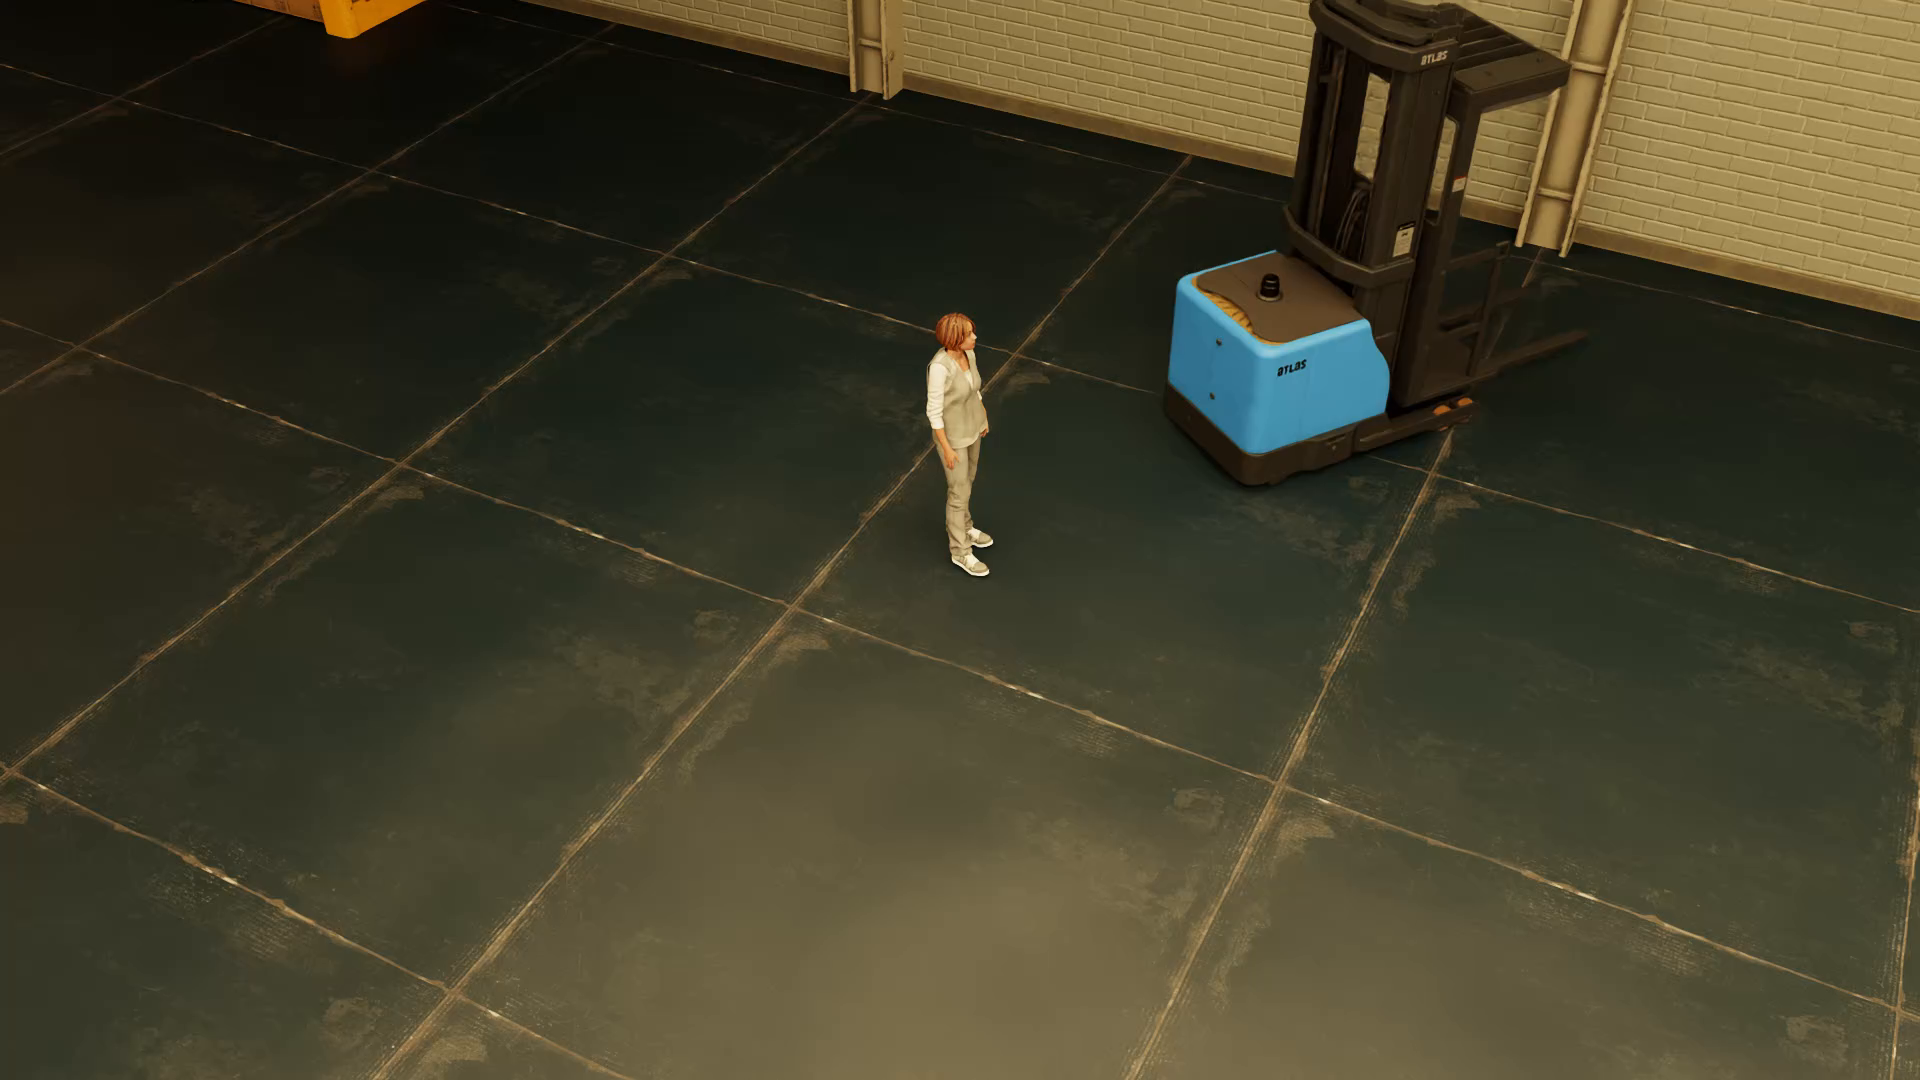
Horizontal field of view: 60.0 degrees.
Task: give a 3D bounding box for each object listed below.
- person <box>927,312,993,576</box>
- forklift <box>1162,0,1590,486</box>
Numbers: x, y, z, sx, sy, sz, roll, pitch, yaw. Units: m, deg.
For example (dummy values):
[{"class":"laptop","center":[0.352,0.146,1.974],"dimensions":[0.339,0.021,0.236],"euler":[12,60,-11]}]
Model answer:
[{"class":"person","center":[0.059,-0.586,9.707],"dimensions":[0.475,1.597,0.520],"euler":[18,43,21]},{"class":"forklift","center":[2.912,-2.137,10.524],"dimensions":[3.031,2.935,1.130],"euler":[-19,44,-21]}]
